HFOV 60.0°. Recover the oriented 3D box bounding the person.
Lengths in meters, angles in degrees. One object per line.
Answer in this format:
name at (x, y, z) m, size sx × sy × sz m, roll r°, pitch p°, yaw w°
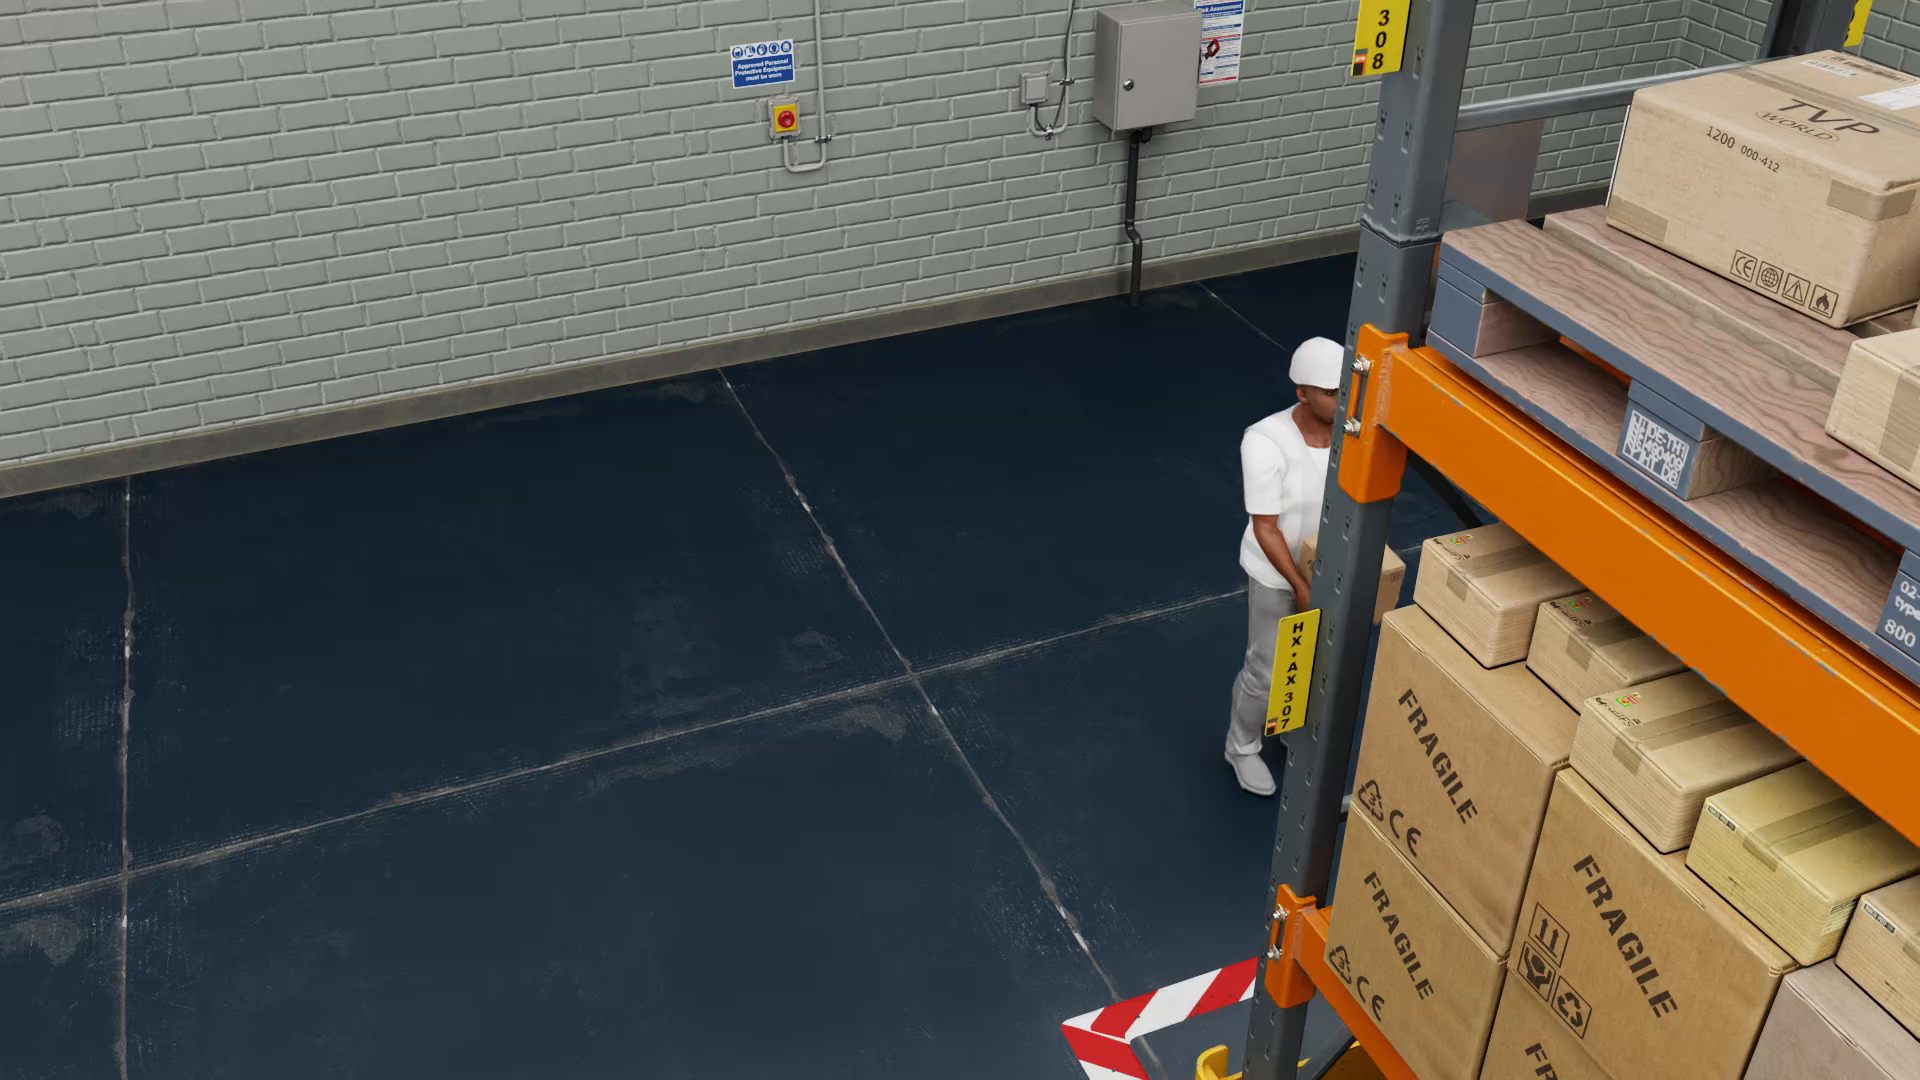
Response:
person at (1.261, 0.149, 5.890) m, size 0.528 × 1.769 × 0.567 m, roll -13°, pitch 35°, yaw -19°
